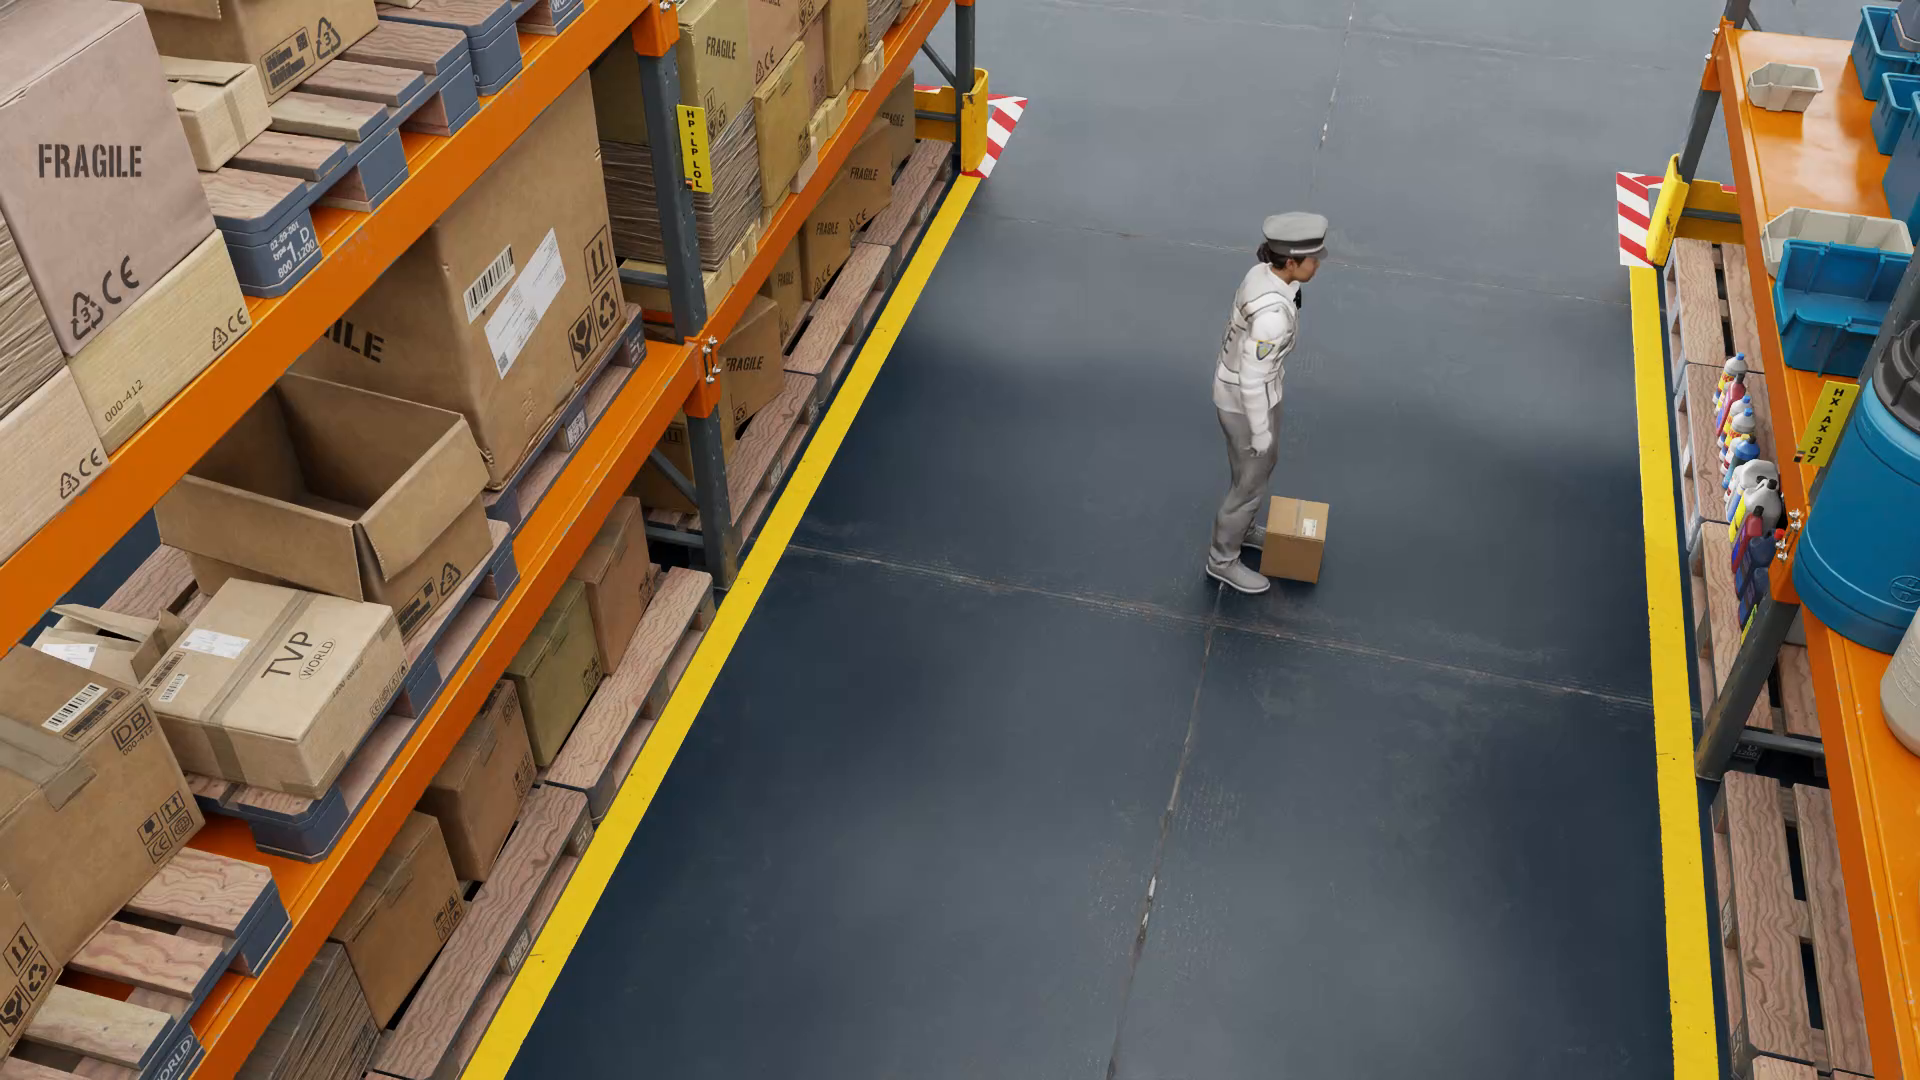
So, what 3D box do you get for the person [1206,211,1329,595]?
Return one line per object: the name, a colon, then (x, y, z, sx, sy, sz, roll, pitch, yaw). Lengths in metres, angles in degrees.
person: (1.237, -0.570, 6.806, 0.415, 1.662, 0.540, 8, 42, 9)
